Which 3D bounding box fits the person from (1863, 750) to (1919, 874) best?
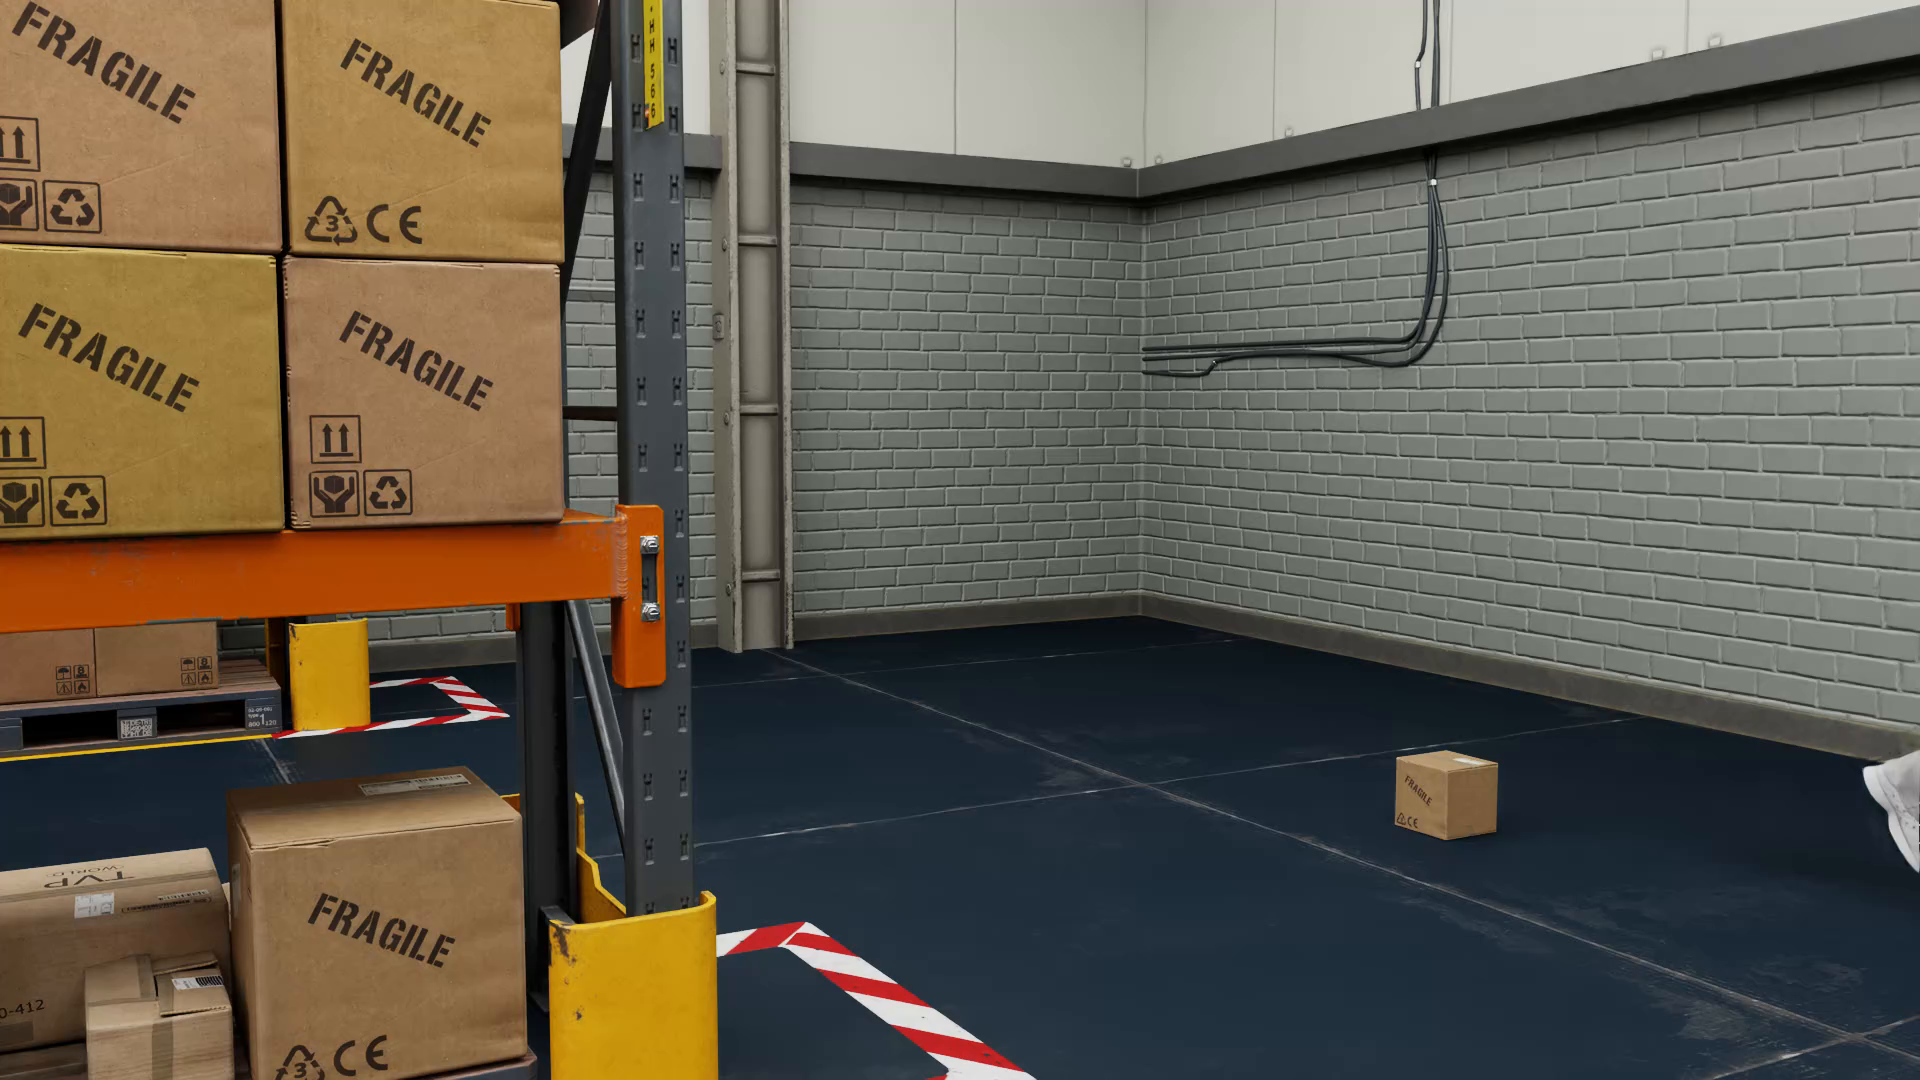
[{"bbox_3d":[3.012,0.223,4.872,0.580,1.758,0.721,-4,6,-37],"label":"person"}]
